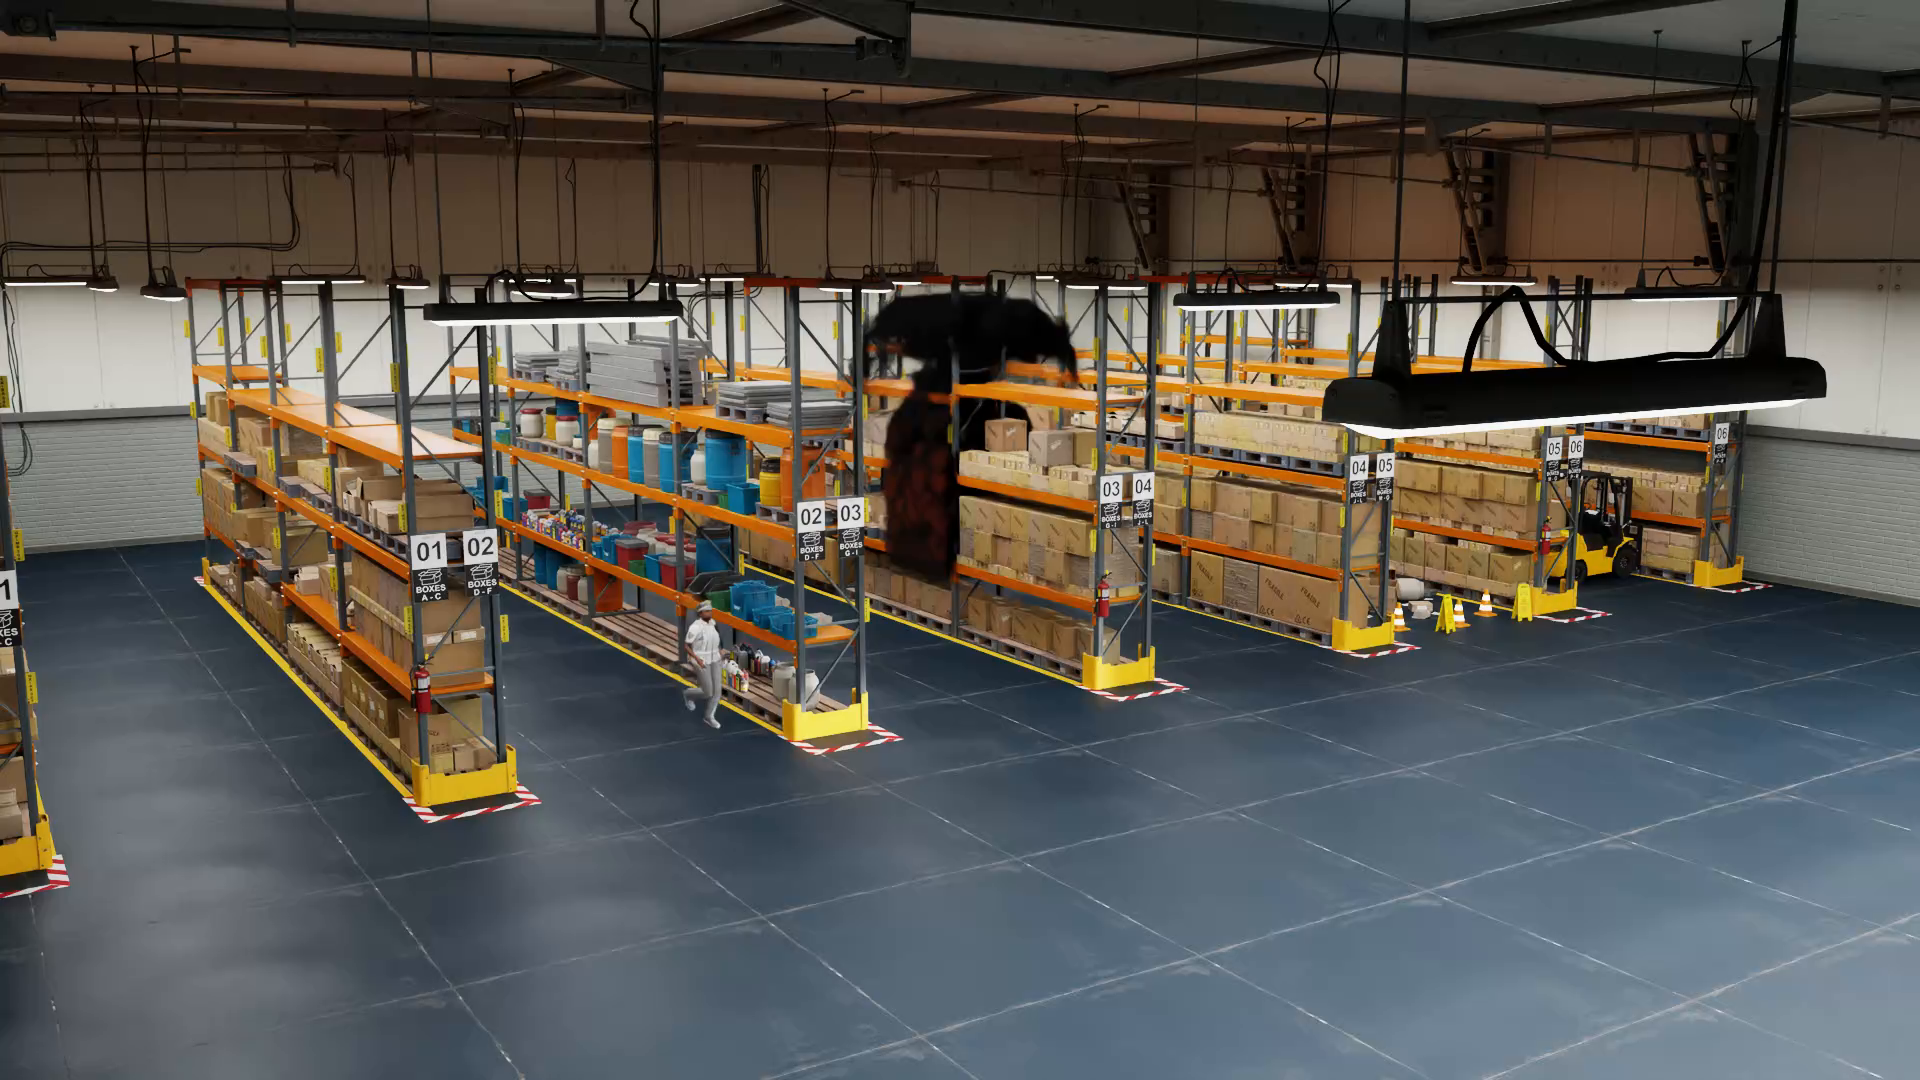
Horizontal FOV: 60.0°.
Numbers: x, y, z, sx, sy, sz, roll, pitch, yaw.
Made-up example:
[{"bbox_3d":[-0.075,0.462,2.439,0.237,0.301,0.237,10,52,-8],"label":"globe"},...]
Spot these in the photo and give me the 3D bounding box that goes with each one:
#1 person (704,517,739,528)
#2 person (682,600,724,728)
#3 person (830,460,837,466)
[{"bbox_3d":[-4.318,0.129,30.391,0.665,1.754,0.758,-8,12,-38],"label":"person"},{"bbox_3d":[-3.374,1.601,21.863,0.588,1.689,0.583,8,12,39],"label":"person"},{"bbox_3d":[-3.119,-1.142,40.038,0.689,1.594,0.561,-2,10,-11],"label":"person"}]
